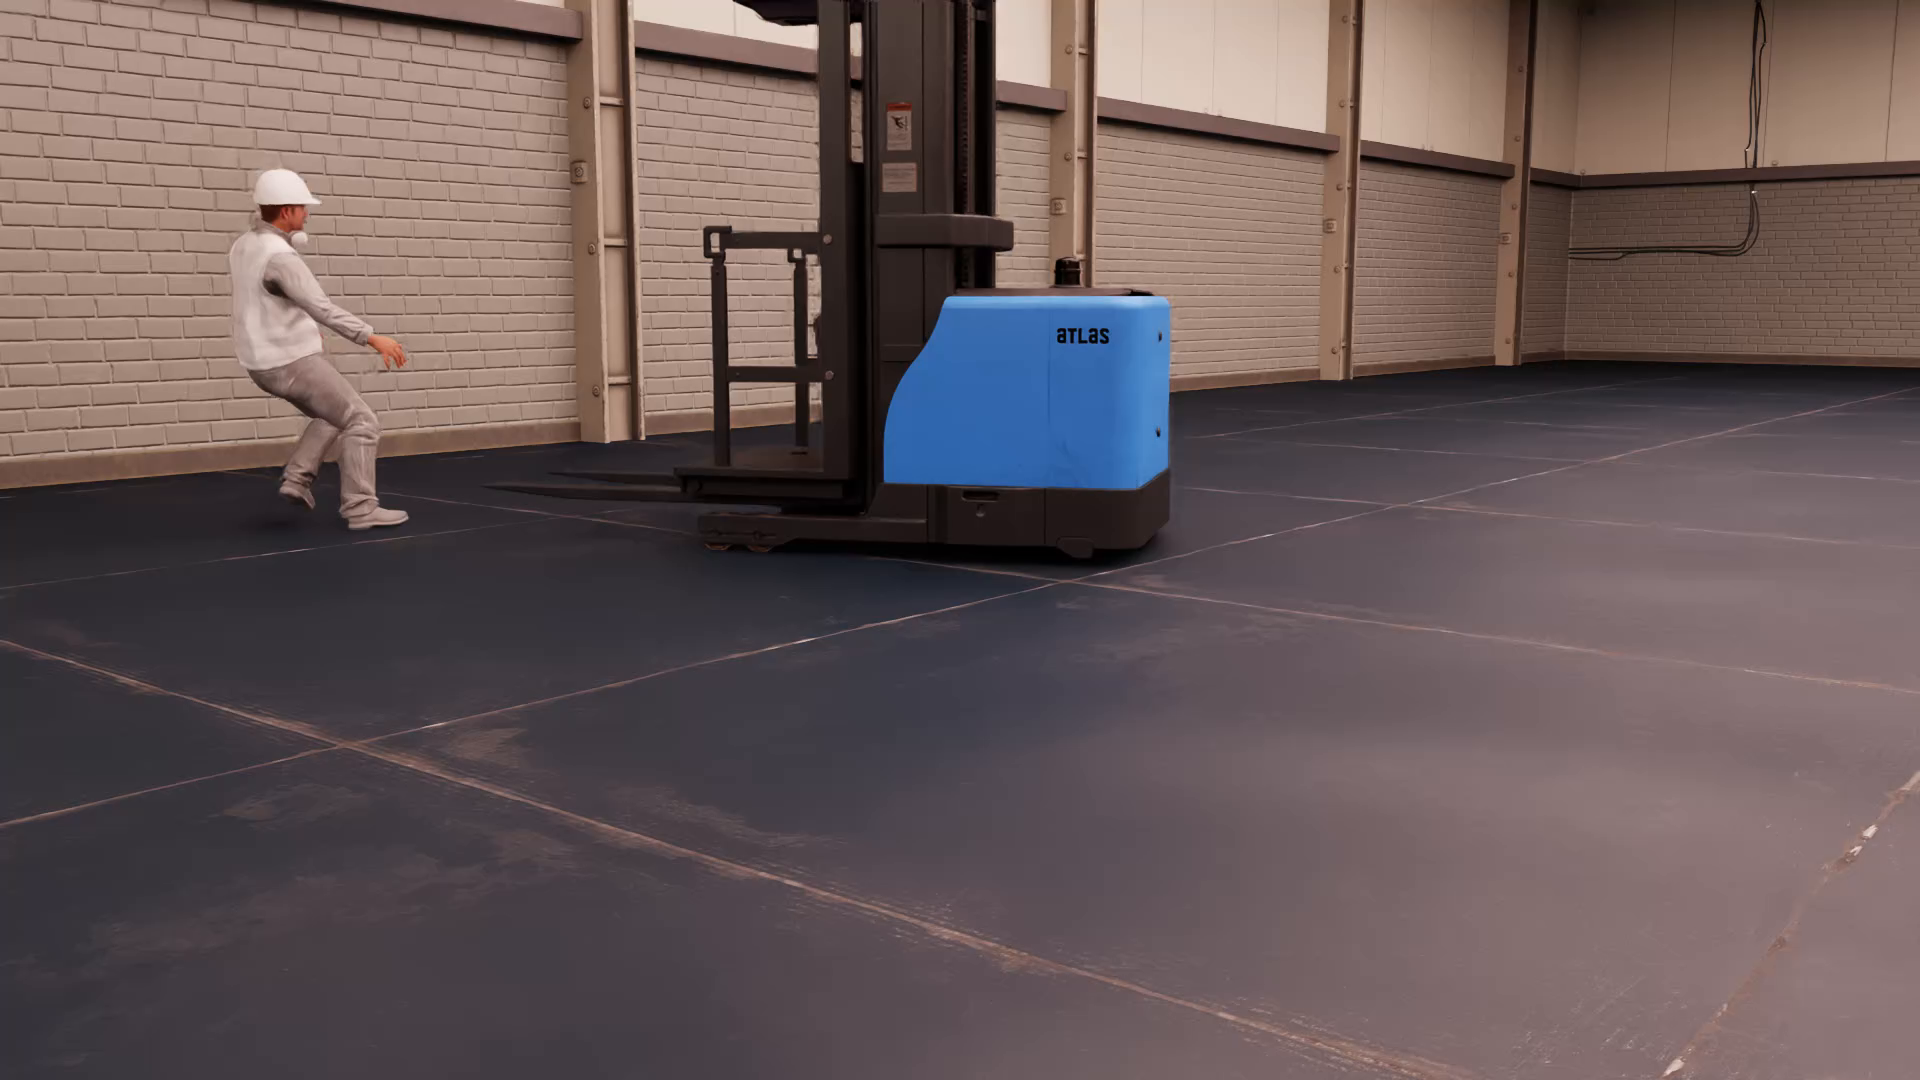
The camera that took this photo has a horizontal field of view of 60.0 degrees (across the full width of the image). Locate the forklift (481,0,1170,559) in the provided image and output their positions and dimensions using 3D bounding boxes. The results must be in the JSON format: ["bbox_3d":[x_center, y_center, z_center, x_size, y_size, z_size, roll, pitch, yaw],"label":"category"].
[{"bbox_3d":[-0.625,-1.466,7.300,3.031,2.935,1.130,2,9,14],"label":"forklift"}]

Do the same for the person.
[{"bbox_3d":[-3.045,-0.890,7.802,0.622,1.650,0.787,-7,11,-41],"label":"person"}]
